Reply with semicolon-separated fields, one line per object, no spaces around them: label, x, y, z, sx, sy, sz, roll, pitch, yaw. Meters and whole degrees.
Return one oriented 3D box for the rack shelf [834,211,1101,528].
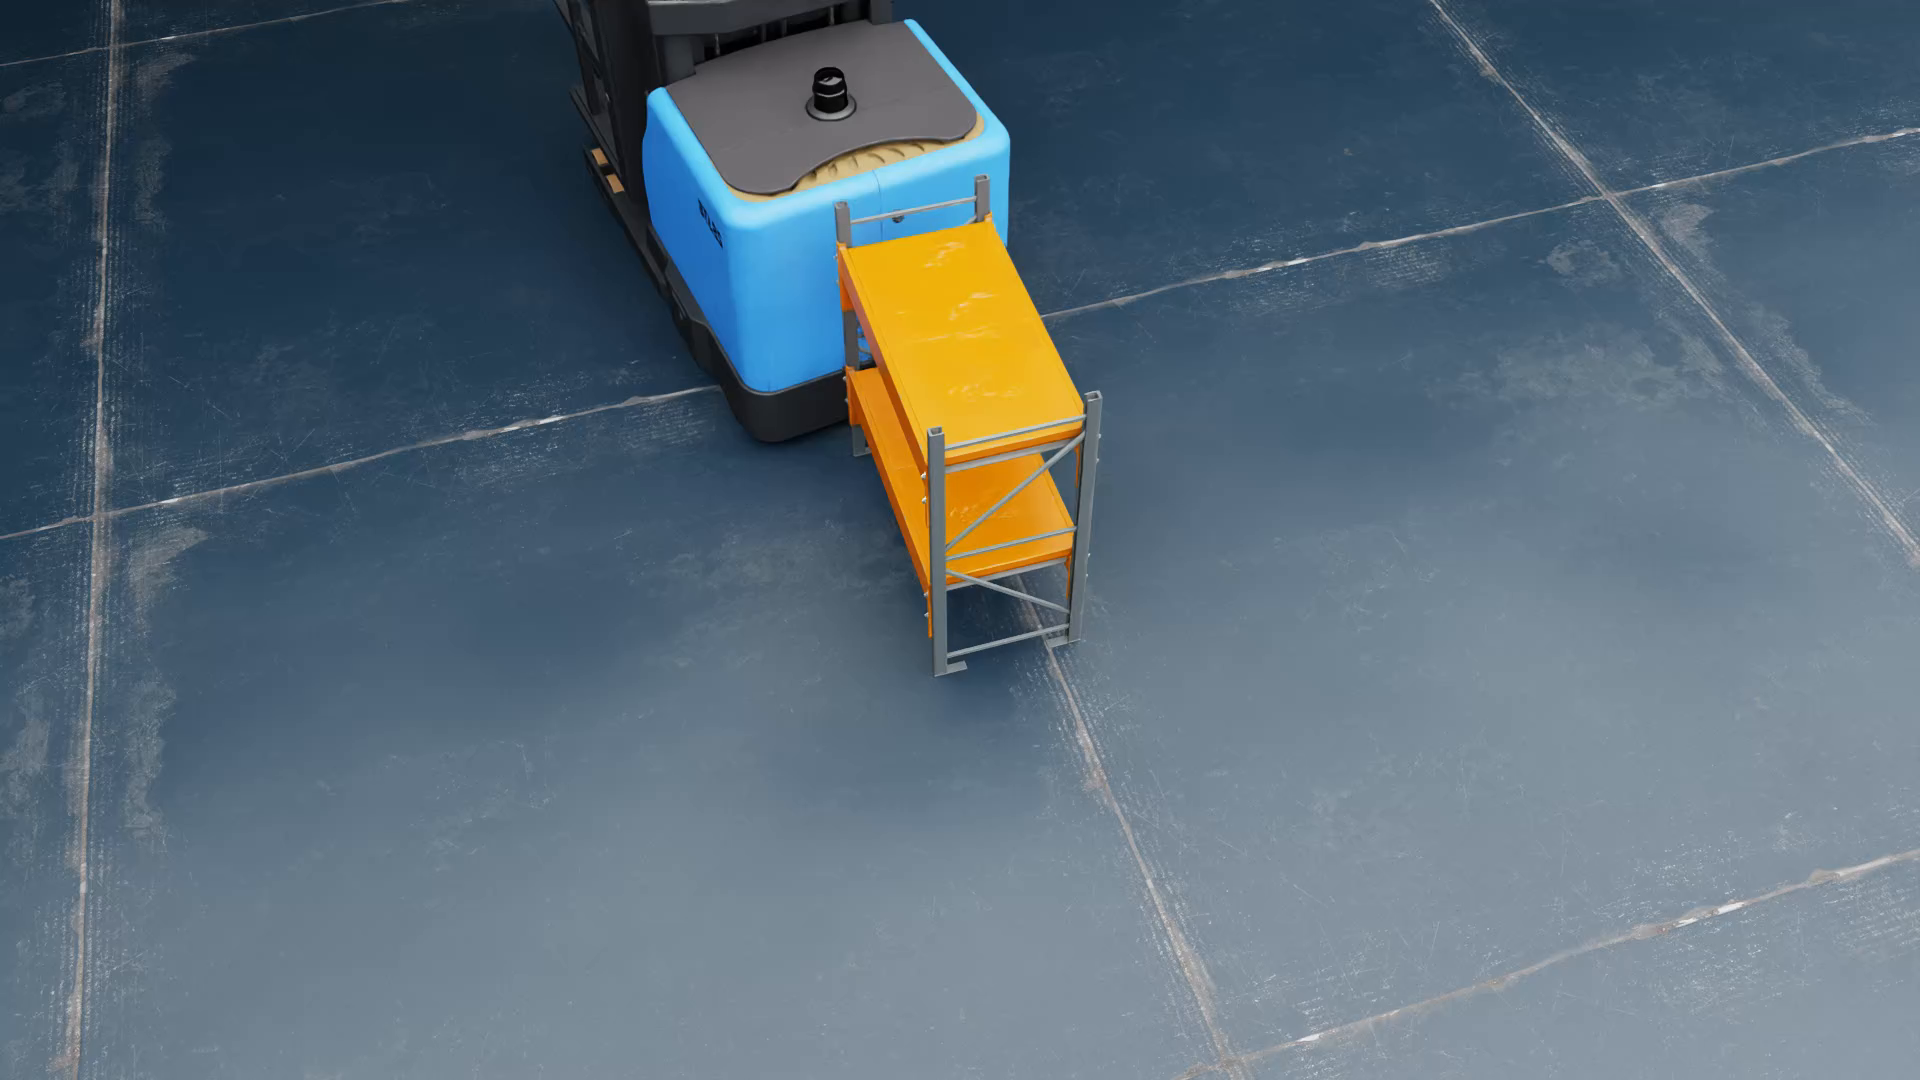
rack shelf;0.002;-0.546;5.092;0.538;0.278;1.000;-13;51;-11

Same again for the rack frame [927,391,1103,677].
rack frame;0.152;0.014;5.003;0.500;1.125;0.032;-13;51;-11

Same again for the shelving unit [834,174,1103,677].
shelving unit;0.002;-0.358;5.316;0.538;1.125;1.048;-13;51;-11

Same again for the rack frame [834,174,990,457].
rack frame;-0.148;-0.729;5.629;0.500;1.125;0.032;-13;51;-11

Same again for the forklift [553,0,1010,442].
forklift;-0.920;-2.435;5.886;1.130;2.935;3.031;-21;53;-17

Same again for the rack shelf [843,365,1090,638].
rack shelf;0.002;-0.200;5.503;0.538;0.278;1.000;-13;51;-11
